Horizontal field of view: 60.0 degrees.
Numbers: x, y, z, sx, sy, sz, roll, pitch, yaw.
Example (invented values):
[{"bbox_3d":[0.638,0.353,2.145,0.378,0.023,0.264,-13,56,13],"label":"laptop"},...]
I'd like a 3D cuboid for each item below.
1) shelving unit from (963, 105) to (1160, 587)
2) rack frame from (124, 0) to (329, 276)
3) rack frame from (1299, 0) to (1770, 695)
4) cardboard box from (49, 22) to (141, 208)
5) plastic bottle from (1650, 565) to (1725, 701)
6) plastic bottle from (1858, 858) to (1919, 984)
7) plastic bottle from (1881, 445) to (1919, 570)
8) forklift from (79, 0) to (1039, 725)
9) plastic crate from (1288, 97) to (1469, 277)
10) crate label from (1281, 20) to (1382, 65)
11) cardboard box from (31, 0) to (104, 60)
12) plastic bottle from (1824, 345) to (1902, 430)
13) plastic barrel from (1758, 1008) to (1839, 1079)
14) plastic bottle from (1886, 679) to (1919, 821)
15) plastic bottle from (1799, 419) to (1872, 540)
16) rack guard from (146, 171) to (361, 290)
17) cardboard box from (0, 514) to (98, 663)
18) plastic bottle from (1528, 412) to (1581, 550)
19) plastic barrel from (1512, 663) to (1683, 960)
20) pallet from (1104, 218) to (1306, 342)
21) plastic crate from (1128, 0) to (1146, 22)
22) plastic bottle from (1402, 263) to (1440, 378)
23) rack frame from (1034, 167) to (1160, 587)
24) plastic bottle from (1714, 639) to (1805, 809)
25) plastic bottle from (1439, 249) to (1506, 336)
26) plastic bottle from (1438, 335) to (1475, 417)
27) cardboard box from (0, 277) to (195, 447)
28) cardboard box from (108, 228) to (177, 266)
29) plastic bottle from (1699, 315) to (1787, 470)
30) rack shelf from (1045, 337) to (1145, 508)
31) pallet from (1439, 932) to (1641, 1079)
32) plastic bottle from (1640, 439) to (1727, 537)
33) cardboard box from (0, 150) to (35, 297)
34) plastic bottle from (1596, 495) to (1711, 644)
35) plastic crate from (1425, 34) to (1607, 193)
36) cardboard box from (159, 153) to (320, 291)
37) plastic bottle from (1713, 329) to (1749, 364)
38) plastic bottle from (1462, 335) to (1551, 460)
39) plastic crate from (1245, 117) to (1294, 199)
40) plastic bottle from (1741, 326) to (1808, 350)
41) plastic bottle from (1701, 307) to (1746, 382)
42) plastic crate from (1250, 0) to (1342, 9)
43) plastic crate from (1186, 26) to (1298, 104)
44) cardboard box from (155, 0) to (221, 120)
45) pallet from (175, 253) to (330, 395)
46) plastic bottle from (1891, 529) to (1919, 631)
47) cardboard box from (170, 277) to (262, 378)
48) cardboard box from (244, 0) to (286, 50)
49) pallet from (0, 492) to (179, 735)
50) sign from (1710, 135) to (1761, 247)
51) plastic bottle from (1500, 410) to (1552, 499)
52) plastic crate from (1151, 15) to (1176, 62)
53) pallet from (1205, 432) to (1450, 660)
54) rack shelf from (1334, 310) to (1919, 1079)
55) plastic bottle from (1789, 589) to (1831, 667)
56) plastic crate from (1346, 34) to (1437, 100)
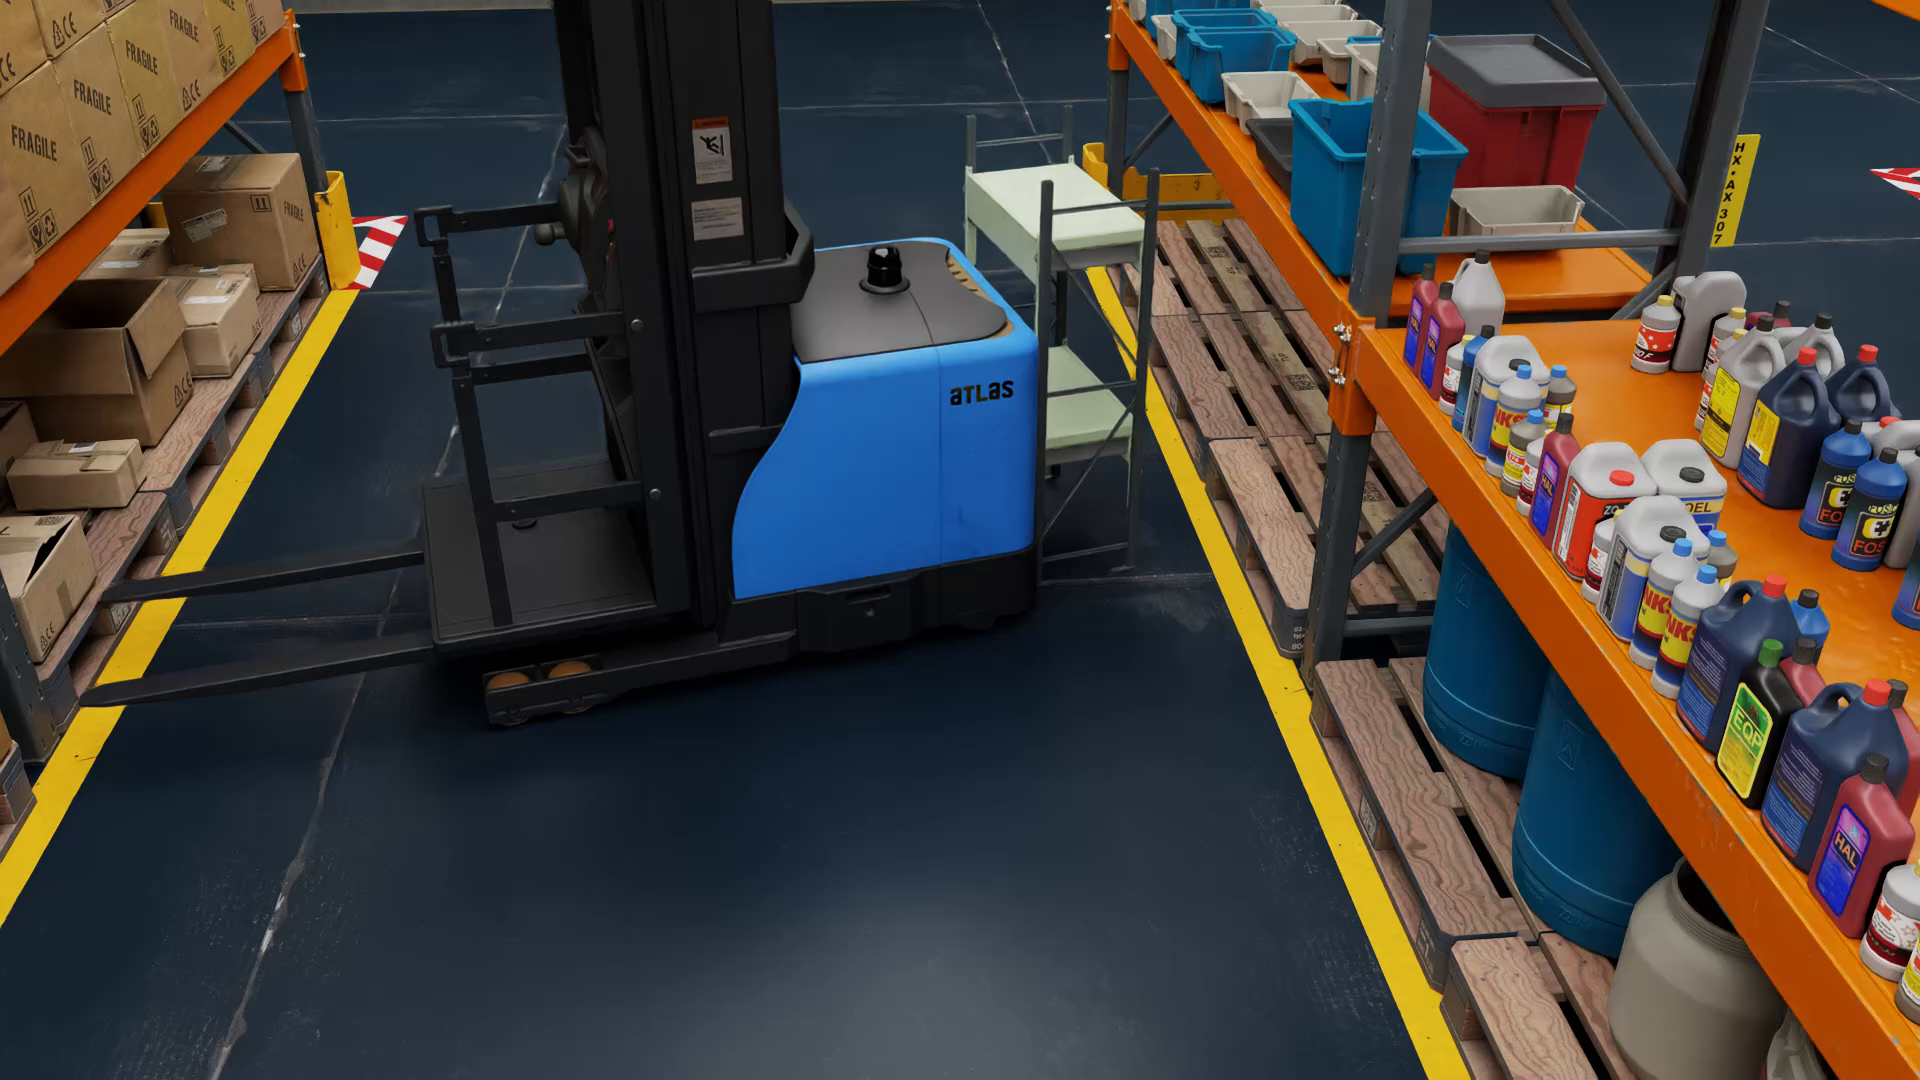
[{"bbox_3d":[0.329,-0.688,5.939,0.431,1.500,0.755,-10,32,-16],"label":"shelving unit"},{"bbox_3d":[-3.677,-2.648,7.758,1.000,3.000,0.127,-3,31,-5],"label":"rack frame"},{"bbox_3d":[1.629,-0.841,4.733,1.000,3.000,0.127,-3,31,-5],"label":"rack frame"},{"bbox_3d":[-3.175,-1.439,5.636,0.500,0.500,0.500,-3,31,-5],"label":"cardboard box"},{"bbox_3d":[1.394,0.170,3.165,0.097,0.271,0.097,0,31,0],"label":"plastic bottle"},{"bbox_3d":[1.462,0.575,2.556,0.097,0.201,0.097,0,31,0],"label":"plastic bottle"},{"bbox_3d":[2.081,-0.089,3.595,0.152,0.276,0.135,-3,31,-5],"label":"plastic bottle"},{"bbox_3d":[-1.309,-0.976,5.026,3.031,2.935,1.130,-10,32,-16],"label":"forklift"},{"bbox_3d":[1.246,-1.082,5.093,0.392,0.384,0.575,-3,31,-5],"label":"plastic crate"},{"bbox_3d":[1.575,-2.098,7.037,0.396,0.136,0.243,-3,31,-5],"label":"crate label"},{"bbox_3d":[-3.163,-1.858,5.362,0.500,0.500,0.500,-4,31,-6],"label":"cardboard box"},{"bbox_3d":[2.058,-0.272,3.828,0.144,0.351,0.185,-3,31,-5],"label":"plastic bottle"},{"bbox_3d":[1.834,1.231,3.207,0.600,0.588,0.708,-3,31,-5],"label":"plastic barrel"},{"bbox_3d":[1.559,0.380,2.802,0.061,0.283,0.133,-3,31,-5],"label":"plastic bottle"},{"bbox_3d":[1.946,-0.141,3.686,0.097,0.271,0.097,0,31,0],"label":"plastic bottle"},{"bbox_3d":[-3.670,-1.536,8.334,1.175,0.500,0.348,-3,31,-5],"label":"rack guard"},{"bbox_3d":[-3.127,0.135,5.291,0.500,0.311,0.500,-3,31,-5],"label":"cardboard box"},{"bbox_3d":[1.321,-0.130,3.656,0.061,0.283,0.133,-3,31,-5],"label":"plastic bottle"},{"bbox_3d":[1.729,0.520,4.092,0.600,0.901,0.708,-3,31,-5],"label":"plastic barrel"},{"bbox_3d":[1.293,-1.263,8.159,1.003,0.211,1.213,-3,31,-5],"label":"pallet"},{"bbox_3d":[0.898,-2.486,7.686,0.250,0.136,0.298,-3,31,-5],"label":"plastic crate"},{"bbox_3d":[1.238,-0.583,4.415,0.061,0.283,0.133,-3,31,-5],"label":"plastic bottle"},{"bbox_3d":[0.447,-0.510,5.641,0.400,1.500,0.023,-10,32,-16],"label":"rack frame"},{"bbox_3d":[1.403,0.319,2.904,0.061,0.283,0.133,-3,31,-5],"label":"plastic bottle"},{"bbox_3d":[1.343,-0.604,4.384,0.144,0.351,0.185,-3,31,-5],"label":"plastic bottle"},{"bbox_3d":[1.280,-0.422,4.225,0.097,0.201,0.097,0,31,0],"label":"plastic bottle"},{"bbox_3d":[-3.484,-0.682,6.471,0.797,0.503,0.637,-3,31,-5],"label":"cardboard box"},{"bbox_3d":[-3.980,-1.382,7.990,0.380,0.149,0.250,-3,31,-5],"label":"cardboard box"},{"bbox_3d":[1.897,-0.359,3.974,0.144,0.351,0.185,-3,31,-5],"label":"plastic bottle"},{"bbox_3d":[0.329,-0.408,6.106,0.431,0.370,0.720,-10,32,-16],"label":"rack shelf"},{"bbox_3d":[1.777,1.376,3.740,1.003,0.211,1.213,-3,31,-5],"label":"pallet"},{"bbox_3d":[1.531,-0.068,3.559,0.152,0.276,0.135,-3,31,-5],"label":"plastic bottle"},{"bbox_3d":[-3.080,-0.922,4.771,0.500,0.500,0.500,-2,31,-3],"label":"cardboard box"},{"bbox_3d":[1.401,0.058,3.349,0.152,0.276,0.135,-3,31,-5],"label":"plastic bottle"},{"bbox_3d":[1.795,-1.362,5.484,0.402,0.464,0.583,-3,31,-5],"label":"plastic crate"},{"bbox_3d":[-3.381,-1.498,7.841,0.500,0.500,0.500,-3,31,-5],"label":"cardboard box"},{"bbox_3d":[1.977,-0.441,4.257,0.097,0.201,0.097,0,31,0],"label":"plastic bottle"},{"bbox_3d":[1.327,-0.346,4.026,0.152,0.276,0.135,-3,31,-5],"label":"plastic bottle"},{"bbox_3d":[1.257,-1.307,5.723,0.437,0.125,0.590,-3,31,-5],"label":"plastic crate"},{"bbox_3d":[2.022,-0.415,4.141,0.152,0.276,0.135,-3,31,-5],"label":"plastic bottle"},{"bbox_3d":[2.026,-0.512,4.376,0.097,0.201,0.097,0,31,0],"label":"plastic bottle"},{"bbox_3d":[1.511,-2.388,7.522,0.396,0.136,0.243,-3,31,-5],"label":"plastic crate"},{"bbox_3d":[1.101,-1.870,6.560,0.416,0.233,0.300,-3,31,-5],"label":"plastic crate"},{"bbox_3d":[-3.271,-1.955,6.501,0.500,0.500,0.500,-3,31,-4],"label":"cardboard box"},{"bbox_3d":[-3.594,-1.005,7.726,1.003,0.211,1.213,-3,31,-5],"label":"pallet"},{"bbox_3d":[1.980,0.047,3.372,0.097,0.271,0.097,0,31,0],"label":"plastic bottle"},{"bbox_3d":[-3.322,-0.904,7.091,0.500,0.250,0.500,-3,31,-5],"label":"cardboard box"},{"bbox_3d":[-3.364,-2.475,7.371,0.500,0.500,0.500,-2,31,-3],"label":"cardboard box"},{"bbox_3d":[-3.366,0.241,5.641,1.003,0.211,1.213,-3,31,-5],"label":"pallet"},{"bbox_3d":[2.177,-0.985,4.704,0.100,0.325,0.005,-3,31,-5],"label":"sign"},{"bbox_3d":[1.320,-0.204,3.860,0.097,0.201,0.097,0,31,0],"label":"plastic bottle"},{"bbox_3d":[0.961,-2.140,7.106,0.250,0.136,0.298,-3,31,-5],"label":"plastic crate"},{"bbox_3d":[1.521,-0.017,6.073,1.003,0.211,1.213,-3,31,-5],"label":"pallet"},{"bbox_3d":[1.816,0.489,3.208,1.077,0.370,4.000,-3,31,-5],"label":"rack shelf"},{"bbox_3d":[1.546,0.213,3.094,0.097,0.271,0.097,0,31,0],"label":"plastic bottle"},{"bbox_3d":[1.702,-1.801,6.444,0.416,0.233,0.300,-3,31,-5],"label":"plastic crate"}]
